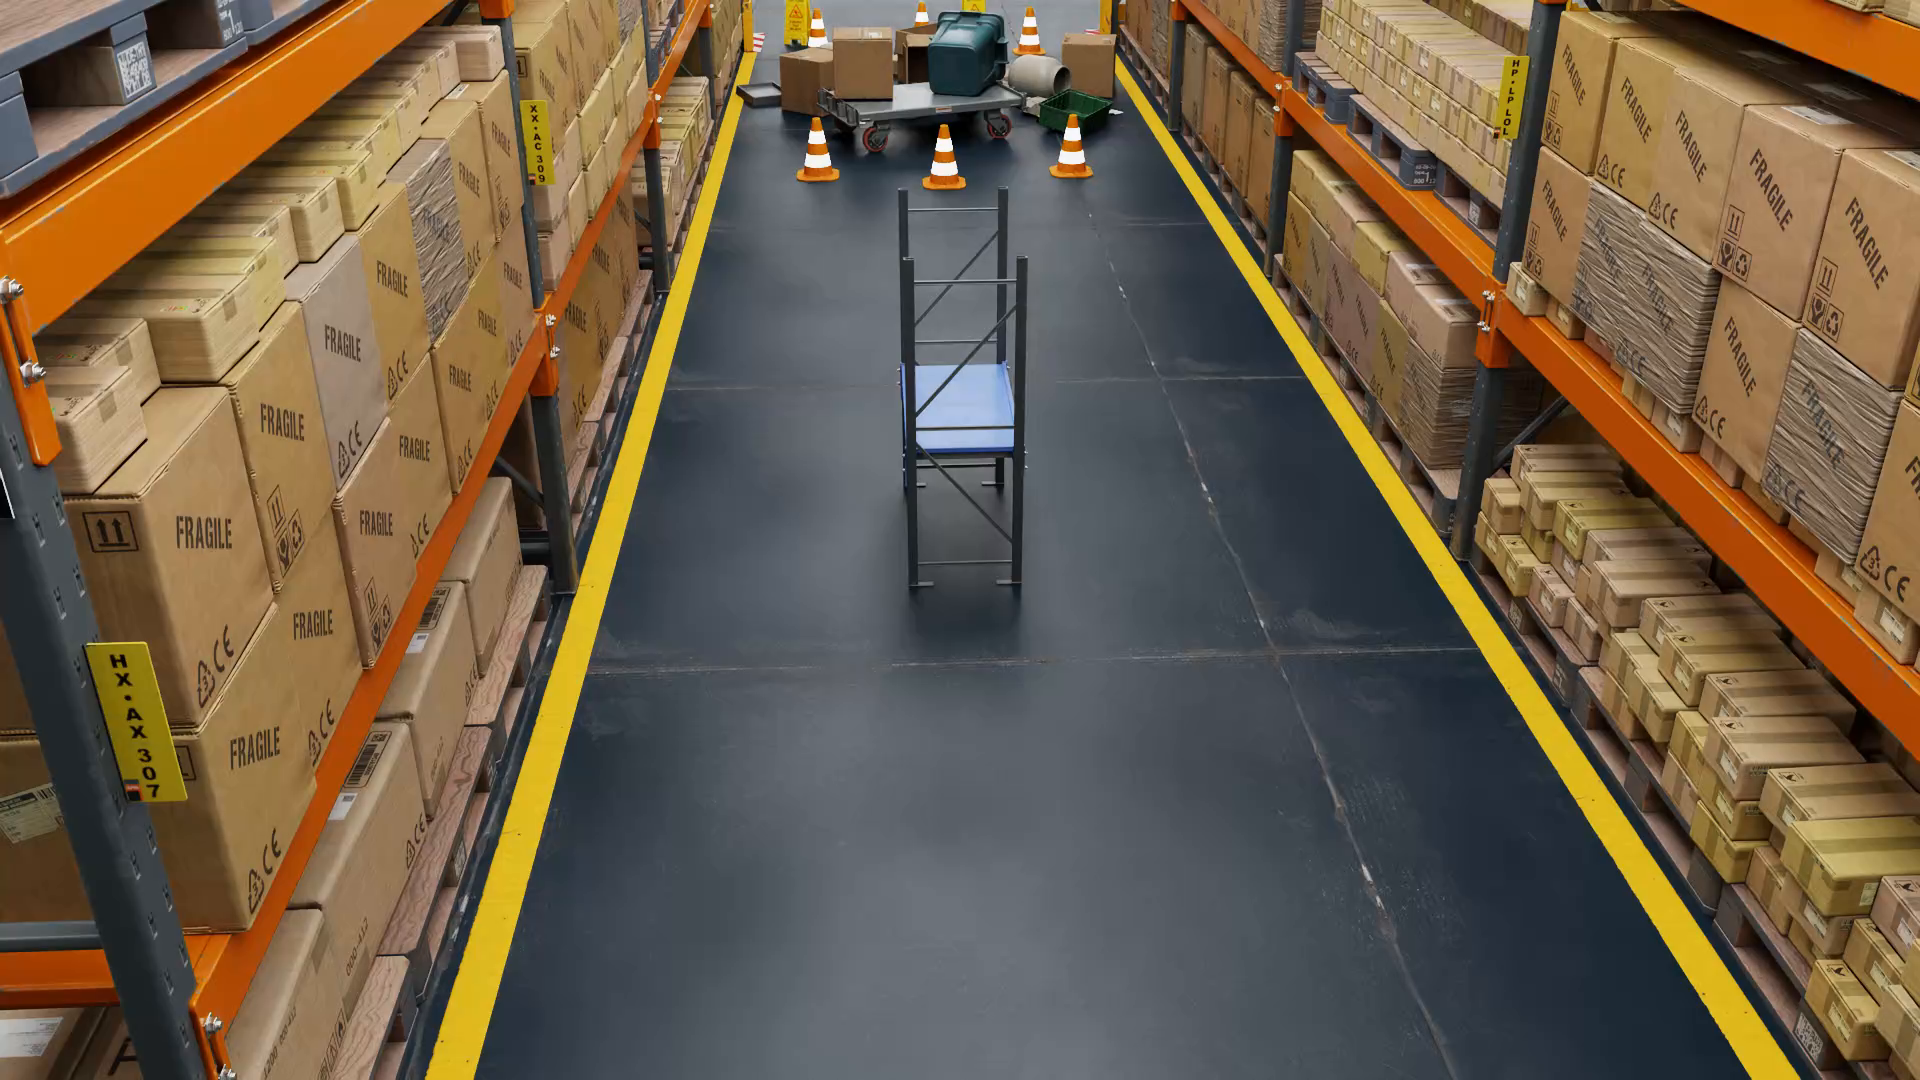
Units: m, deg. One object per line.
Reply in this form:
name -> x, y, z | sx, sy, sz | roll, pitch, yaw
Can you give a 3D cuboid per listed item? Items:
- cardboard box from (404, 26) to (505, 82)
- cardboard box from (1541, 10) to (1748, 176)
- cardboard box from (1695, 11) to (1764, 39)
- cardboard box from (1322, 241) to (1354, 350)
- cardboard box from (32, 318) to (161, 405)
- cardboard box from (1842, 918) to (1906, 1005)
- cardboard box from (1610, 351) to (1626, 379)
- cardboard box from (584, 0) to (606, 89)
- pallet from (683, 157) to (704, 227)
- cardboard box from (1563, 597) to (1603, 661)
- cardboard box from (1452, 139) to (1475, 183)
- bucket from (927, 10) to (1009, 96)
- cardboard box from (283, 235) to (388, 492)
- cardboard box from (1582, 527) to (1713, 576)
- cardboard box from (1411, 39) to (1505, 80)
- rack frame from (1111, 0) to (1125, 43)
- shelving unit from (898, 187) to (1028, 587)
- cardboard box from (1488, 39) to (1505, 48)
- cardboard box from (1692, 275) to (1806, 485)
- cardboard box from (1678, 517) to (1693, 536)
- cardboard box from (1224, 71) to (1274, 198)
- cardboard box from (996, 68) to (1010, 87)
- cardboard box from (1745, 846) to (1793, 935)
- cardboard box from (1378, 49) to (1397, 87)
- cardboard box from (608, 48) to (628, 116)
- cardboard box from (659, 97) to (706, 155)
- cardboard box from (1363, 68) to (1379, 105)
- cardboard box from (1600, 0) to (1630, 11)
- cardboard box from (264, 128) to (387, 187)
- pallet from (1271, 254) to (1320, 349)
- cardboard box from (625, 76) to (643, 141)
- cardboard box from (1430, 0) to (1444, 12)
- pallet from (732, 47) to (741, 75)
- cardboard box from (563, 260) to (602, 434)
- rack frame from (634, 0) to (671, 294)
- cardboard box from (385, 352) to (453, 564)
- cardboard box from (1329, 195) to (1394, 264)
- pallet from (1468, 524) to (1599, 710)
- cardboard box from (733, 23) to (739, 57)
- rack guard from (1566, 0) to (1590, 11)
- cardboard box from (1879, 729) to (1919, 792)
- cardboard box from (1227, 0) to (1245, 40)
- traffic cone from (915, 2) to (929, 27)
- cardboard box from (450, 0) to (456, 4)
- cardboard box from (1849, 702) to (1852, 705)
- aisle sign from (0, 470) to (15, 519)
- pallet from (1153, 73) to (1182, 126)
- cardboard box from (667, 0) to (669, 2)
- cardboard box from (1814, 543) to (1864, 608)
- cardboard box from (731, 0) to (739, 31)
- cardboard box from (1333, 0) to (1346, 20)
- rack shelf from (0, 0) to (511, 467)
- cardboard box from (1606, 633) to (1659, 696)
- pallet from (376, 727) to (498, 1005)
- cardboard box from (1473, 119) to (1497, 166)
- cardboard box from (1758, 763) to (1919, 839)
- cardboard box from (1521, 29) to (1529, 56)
cardboard box -> -1.851, -1.740, 5.952 | 0.380, 0.149, 0.250 | -2, 28, -4
cardboard box -> 2.533, -1.671, 6.199 | 0.500, 0.500, 0.500 | -1, 28, -1
cardboard box -> 3.048, -1.675, 6.206 | 0.500, 0.500, 0.500 | -2, 28, -4
cardboard box -> 2.388, -1.389, 9.418 | 0.500, 0.500, 0.500 | -2, 28, -4
cardboard box -> -1.803, -0.317, 3.224 | 0.380, 0.149, 0.250 | -1, 28, -1
cardboard box -> 2.690, 1.169, 4.573 | 0.380, 0.149, 0.250 | -2, 28, -4
cardboard box -> 2.604, -0.651, 6.025 | 0.380, 0.149, 0.250 | -3, 28, -5
cardboard box -> -2.032, -2.502, 8.114 | 0.500, 0.500, 0.500 | -2, 28, -3
pallet -> -2.494, -2.633, 12.571 | 1.003, 0.211, 1.213 | -1, 28, -3
cardboard box -> 2.593, 0.341, 6.482 | 0.380, 0.149, 0.250 | -2, 28, -4
cardboard box -> 2.509, -1.754, 7.687 | 0.380, 0.149, 0.250 | -1, 28, -3
bucket -> 0.026, -4.190, 14.436 | 0.726, 0.611, 0.620 | 8, 39, 15
cardboard box -> -1.785, -0.444, 4.169 | 0.500, 0.500, 0.500 | -2, 28, -3
cardboard box -> 2.618, 0.077, 6.345 | 0.380, 0.149, 0.250 | -2, 28, -4
cardboard box -> 2.470, -2.387, 8.257 | 0.380, 0.149, 0.250 | -3, 28, -5
rack frame -> 2.127, -6.807, 17.558 | 1.000, 3.000, 0.127 | -1, 28, -3
shelving unit -> -0.004, -0.704, 7.479 | 0.538, 1.500, 1.048 | -1, 28, -3
cardboard box -> 3.080, -2.627, 9.039 | 0.380, 0.149, 0.250 | -2, 28, -3
cardboard box -> 2.608, -0.498, 5.032 | 0.500, 0.500, 0.500 | 0, 28, 0
cardboard box -> 3.105, -0.062, 6.610 | 0.380, 0.149, 0.250 | -2, 28, -3
cardboard box -> 2.553, -2.989, 12.215 | 1.050, 0.750, 0.750 | -1, 28, -2
cardboard box -> 0.406, -4.497, 16.085 | 0.396, 0.266, 0.258 | 3, 28, 6
cardboard box -> 2.658, 1.067, 5.089 | 0.380, 0.149, 0.250 | -1, 28, -2
cardboard box -> 2.438, -2.497, 8.789 | 0.380, 0.149, 0.250 | -2, 28, -3
cardboard box -> -2.037, -2.412, 8.752 | 0.500, 0.250, 0.500 | -2, 28, -4
cardboard box -> -2.532, -3.241, 13.108 | 0.950, 0.372, 0.625 | 0, 28, 1
cardboard box -> 2.426, -2.480, 9.079 | 0.380, 0.149, 0.250 | -1, 28, -1
cardboard box -> 7.101, -5.670, 17.626 | 0.500, 0.500, 0.500 | 4, 28, 7
cardboard box -> -1.819, -1.035, 4.600 | 0.380, 0.149, 0.250 | -1, 28, -3
pallet -> 2.584, -1.516, 10.428 | 1.003, 0.211, 1.213 | -1, 28, -3
cardboard box -> -2.066, -2.417, 9.303 | 0.500, 0.250, 0.500 | -1, 28, -2
cardboard box -> 3.028, -3.236, 9.885 | 0.380, 0.149, 0.250 | -2, 28, -5
pallet -> -2.800, -4.994, 17.096 | 1.003, 0.211, 1.213 | -1, 28, -3
cardboard box -> -2.352, -1.045, 8.353 | 0.875, 0.875, 0.875 | -1, 28, -1
rack frame -> -2.394, -2.947, 10.156 | 1.000, 3.000, 0.127 | -1, 28, -3
cardboard box -> -1.820, -0.224, 4.828 | 0.500, 0.500, 0.500 | 0, 28, -1
cardboard box -> 2.378, -1.736, 9.273 | 0.500, 0.250, 0.500 | -1, 28, -2
pallet -> 2.824, 0.280, 6.985 | 1.003, 0.211, 1.213 | -1, 28, -3
cardboard box -> -2.481, -5.002, 16.616 | 0.500, 0.250, 0.500 | -1, 28, -2
rack guard -> 7.089, -5.737, 18.209 | 1.175, 0.500, 0.348 | -1, 28, -3
cardboard box -> 3.154, 0.661, 5.225 | 0.380, 0.149, 0.250 | 0, 28, -1
cardboard box -> 2.202, -3.820, 11.722 | 0.500, 0.500, 0.500 | -2, 28, -4
traffic cone -> -0.410, -5.533, 17.858 | 0.336, 0.463, 0.334 | -1, 28, -3
cardboard box -> -2.500, -2.261, 7.652 | 0.500, 0.500, 0.500 | -1, 28, -1
cardboard box -> 3.059, 0.550, 5.759 | 0.380, 0.149, 0.250 | 0, 28, 0
aisle sign -> -1.683, -0.379, 2.421 | 0.394, 0.787, 0.004 | -1, 28, -3
pallet -> 2.374, -4.077, 15.338 | 1.003, 0.211, 1.213 | -1, 28, -3
cardboard box -> -2.261, -3.924, 11.847 | 0.380, 0.149, 0.250 | -1, 28, -1
cardboard box -> 2.638, 0.078, 4.628 | 0.380, 0.149, 0.250 | -3, 28, -5
cardboard box -> -2.479, -5.336, 16.446 | 0.500, 0.500, 0.500 | 0, 28, -1
cardboard box -> 2.392, -3.109, 9.642 | 0.380, 0.149, 0.250 | -2, 28, -4
rack shelf -> -2.080, -1.187, 4.316 | 1.077, 0.370, 4.000 | -1, 28, -3
cardboard box -> 2.556, 0.452, 5.946 | 0.380, 0.149, 0.250 | -2, 28, -3
pallet -> -2.157, 1.055, 5.499 | 1.003, 0.211, 1.213 | -1, 28, -3
cardboard box -> 2.520, -1.773, 7.402 | 0.380, 0.149, 0.250 | -1, 28, -2
cardboard box -> 2.635, 0.802, 4.954 | 0.380, 0.149, 0.250 | -2, 28, -5
cardboard box -> 3.106, -2.519, 8.510 | 0.380, 0.149, 0.250 | -1, 28, -1
